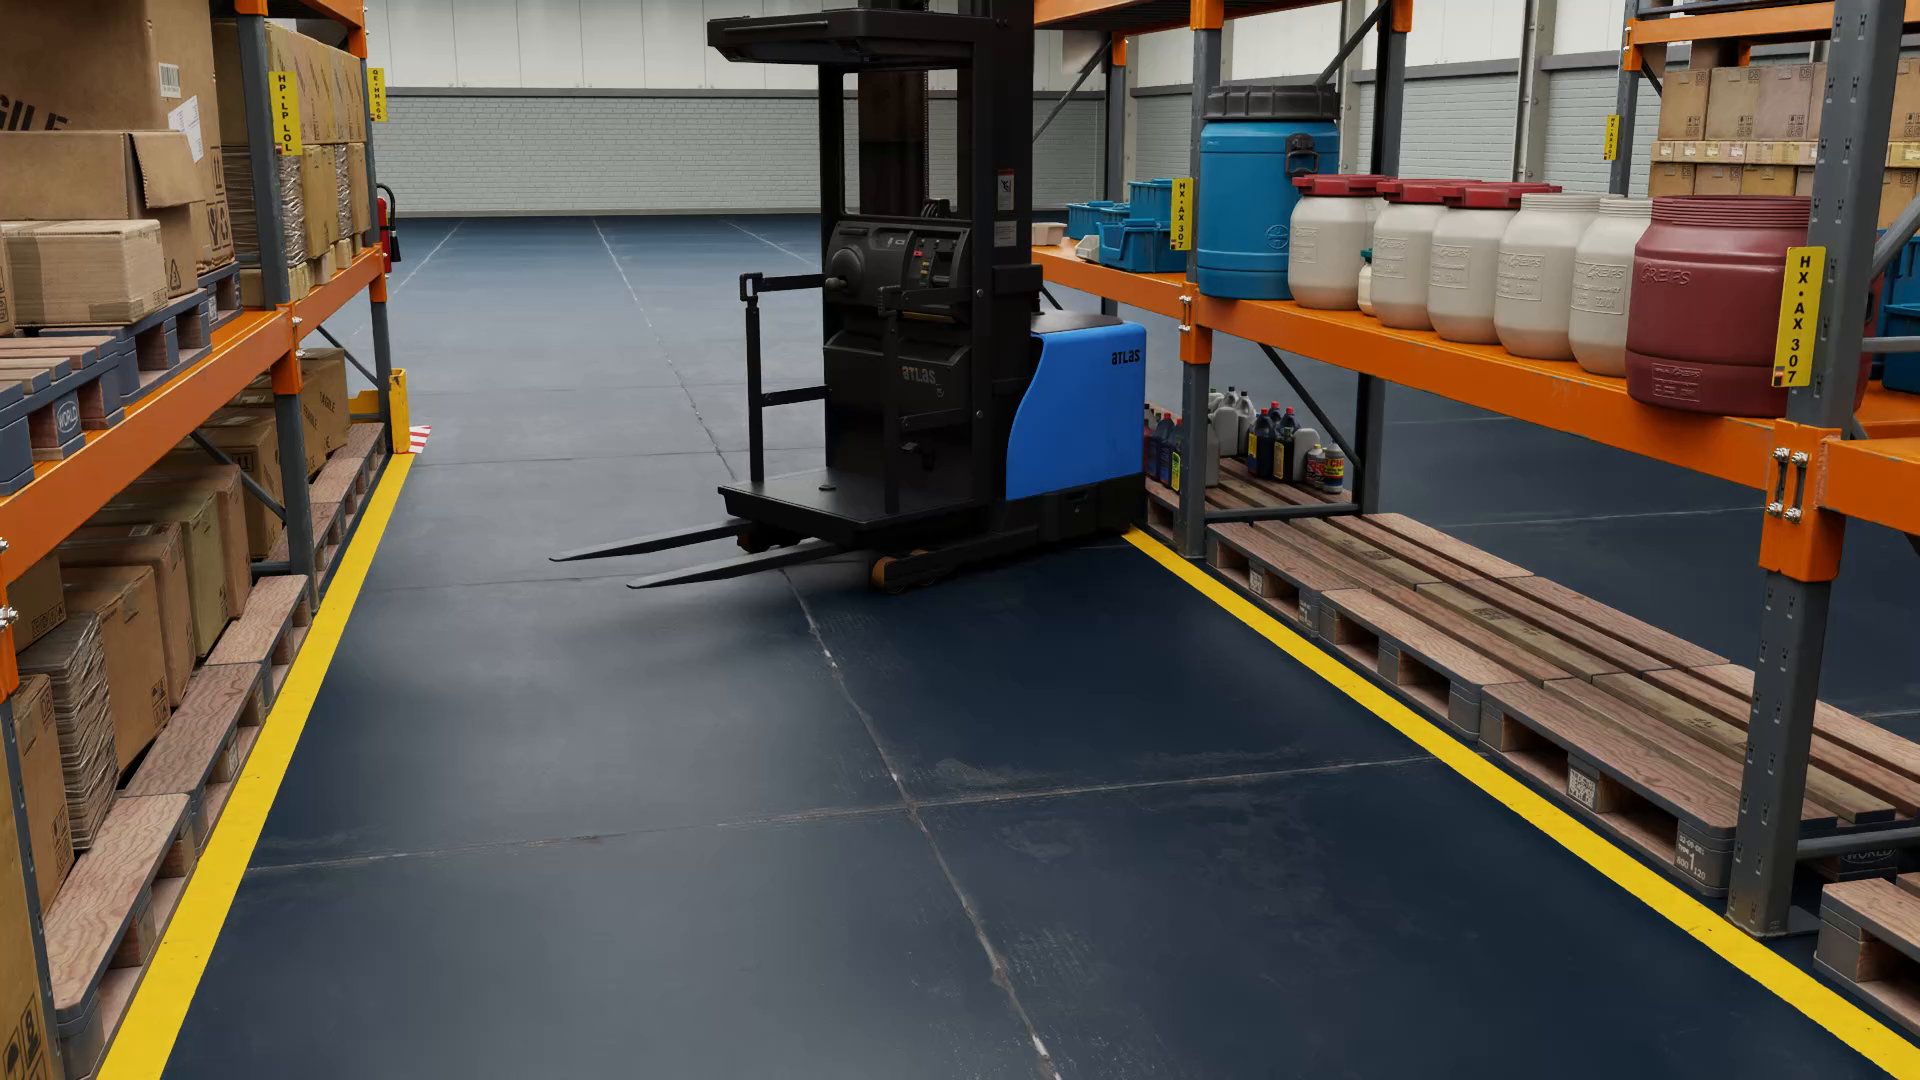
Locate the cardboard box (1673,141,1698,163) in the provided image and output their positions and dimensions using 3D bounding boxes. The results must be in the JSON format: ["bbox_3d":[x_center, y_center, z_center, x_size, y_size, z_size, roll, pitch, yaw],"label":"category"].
[{"bbox_3d":[5.385,-2.797,11.977,0.380,0.149,0.250,-4,14,-15],"label":"cardboard box"}]

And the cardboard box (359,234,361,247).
[{"bbox_3d":[-3.925,-1.869,10.285,0.380,0.149,0.250,-3,14,-13],"label":"cardboard box"}]

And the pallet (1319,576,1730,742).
[{"bbox_3d":[2.074,0.417,6.274,1.003,0.211,1.213,-3,14,-13],"label":"pallet"}]

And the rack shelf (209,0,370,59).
[{"bbox_3d":[-3.722,-2.691,8.318,1.077,0.370,4.000,-3,14,-13],"label":"rack shelf"}]

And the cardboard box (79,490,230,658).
[{"bbox_3d":[-3.036,0.132,5.905,0.700,0.500,0.500,-3,14,-14],"label":"cardboard box"}]

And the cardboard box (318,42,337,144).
[{"bbox_3d":[-3.475,-2.264,8.431,0.500,0.500,0.500,-3,14,-13],"label":"cardboard box"}]

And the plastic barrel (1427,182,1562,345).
[{"bbox_3d":[1.847,-0.962,5.759,0.433,0.535,0.433,0,14,0],"label":"plastic barrel"}]

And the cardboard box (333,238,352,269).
[{"bbox_3d":[-3.470,-1.529,8.893,0.380,0.149,0.250,-3,14,-13],"label":"cardboard box"}]

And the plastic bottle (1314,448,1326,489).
[{"bbox_3d":[1.889,-0.374,8.607,0.097,0.201,0.097,0,14,0],"label":"plastic bottle"}]

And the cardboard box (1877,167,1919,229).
[{"bbox_3d":[6.023,-2.061,10.334,0.700,0.500,0.500,-3,14,-12],"label":"cardboard box"}]

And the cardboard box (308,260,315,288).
[{"bbox_3d":[-3.210,-1.238,7.704,0.380,0.149,0.250,-3,14,-13],"label":"cardboard box"}]

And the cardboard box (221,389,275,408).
[{"bbox_3d":[-3.672,-0.477,8.441,0.500,0.500,0.500,-5,14,-18],"label":"cardboard box"}]

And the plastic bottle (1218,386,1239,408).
[{"bbox_3d":[1.588,-0.719,9.705,0.144,0.351,0.185,-3,14,-11],"label":"plastic bottle"}]

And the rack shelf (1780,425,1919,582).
[{"bbox_3d":[2.971,0.335,2.250,1.077,0.370,4.000,-3,14,-13],"label":"rack shelf"}]

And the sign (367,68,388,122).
[{"bbox_3d":[-3.648,-2.787,10.410,0.100,0.325,0.005,-3,14,-13],"label":"sign"}]

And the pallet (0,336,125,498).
[{"bbox_3d":[-2.584,-0.265,3.595,1.213,0.211,1.003,-3,14,-13],"label":"pallet"}]

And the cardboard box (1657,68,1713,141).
[{"bbox_3d":[5.548,-3.154,12.074,0.700,0.500,0.500,-3,14,-13],"label":"cardboard box"}]

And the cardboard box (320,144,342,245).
[{"bbox_3d":[-3.674,-1.767,8.503,0.875,0.500,0.500,-3,14,-13],"label":"cardboard box"}]

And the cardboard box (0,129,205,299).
[{"bbox_3d":[-2.756,-0.982,5.022,0.797,0.503,0.637,-2,14,-7],"label":"cardboard box"}]

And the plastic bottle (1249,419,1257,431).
[{"bbox_3d":[1.624,-0.523,9.068,0.097,0.271,0.097,0,14,0],"label":"plastic bottle"}]

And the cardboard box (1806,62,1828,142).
[{"bbox_3d":[5.913,-2.802,10.630,0.700,0.500,0.500,-3,14,-13],"label":"cardboard box"}]

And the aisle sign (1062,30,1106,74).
[{"bbox_3d":[0.894,-3.617,11.434,0.394,0.787,0.004,-3,14,-13],"label":"aisle sign"}]

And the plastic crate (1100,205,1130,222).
[{"bbox_3d":[1.178,-2.000,10.606,0.499,0.251,0.408,-3,14,-13],"label":"plastic crate"}]

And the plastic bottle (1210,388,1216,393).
[{"bbox_3d":[1.525,-0.790,10.137,0.061,0.283,0.133,-3,14,-12],"label":"plastic bottle"}]

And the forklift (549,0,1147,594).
[{"bbox_3d":[-0.453,-1.321,7.658,3.031,2.935,1.130,-13,19,-42],"label":"forklift"}]

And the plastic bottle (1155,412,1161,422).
[{"bbox_3d":[1.103,-0.555,9.177,0.061,0.283,0.133,-3,14,-13],"label":"plastic bottle"}]

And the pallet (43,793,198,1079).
[{"bbox_3d":[-2.495,0.975,3.992,1.003,0.211,1.213,-3,14,-13],"label":"pallet"}]

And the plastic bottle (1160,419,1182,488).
[{"bbox_3d":[1.130,-0.458,8.635,0.144,0.351,0.185,-4,14,-15],"label":"plastic bottle"}]

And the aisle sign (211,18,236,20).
[{"bbox_3d":[-4.498,-3.305,10.159,0.394,0.787,0.004,-3,14,-13],"label":"aisle sign"}]

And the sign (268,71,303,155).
[{"bbox_3d":[-2.714,-1.716,6.693,0.100,0.325,0.005,-3,14,-13],"label":"sign"}]

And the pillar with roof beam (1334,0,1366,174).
[{"bbox_3d":[2.845,-9.587,28.706,9.100,9.000,0.400,-3,14,-13],"label":"pillar with roof beam"}]

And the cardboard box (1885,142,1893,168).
[{"bbox_3d":[5.808,-2.381,10.275,0.380,0.149,0.250,-3,14,-12],"label":"cardboard box"}]

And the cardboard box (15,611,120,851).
[{"bbox_3d":[-2.633,0.520,4.317,0.700,0.500,0.500,-5,14,-18],"label":"cardboard box"}]

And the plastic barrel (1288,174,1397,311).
[{"bbox_3d":[1.573,-1.231,6.861,0.433,0.535,0.433,0,14,0],"label":"plastic barrel"}]

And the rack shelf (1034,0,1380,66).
[{"bbox_3d":[1.092,-2.967,9.448,1.077,0.370,4.000,-3,14,-13],"label":"rack shelf"}]

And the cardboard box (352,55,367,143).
[{"bbox_3d":[-3.823,-2.611,9.848,0.500,0.500,0.500,-3,14,-13],"label":"cardboard box"}]

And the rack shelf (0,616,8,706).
[{"bbox_3d":[-1.844,0.611,1.120,1.077,0.370,4.000,-3,14,-13],"label":"rack shelf"}]

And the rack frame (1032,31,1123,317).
[{"bbox_3d":[0.622,-2.321,11.607,1.000,3.000,0.127,-3,14,-13],"label":"rack frame"}]

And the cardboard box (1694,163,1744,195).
[{"bbox_3d":[5.663,-2.416,11.783,0.700,0.500,0.500,-3,14,-12],"label":"cardboard box"}]

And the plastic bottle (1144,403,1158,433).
[{"bbox_3d":[1.009,-0.576,9.121,0.144,0.351,0.185,-3,14,-14],"label":"plastic bottle"}]

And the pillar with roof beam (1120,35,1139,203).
[{"bbox_3d":[0.027,-12.355,40.037,9.100,9.000,0.400,-3,14,-13],"label":"pillar with roof beam"}]

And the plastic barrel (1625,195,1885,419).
[{"bbox_3d":[2.098,-0.632,4.406,0.600,0.536,0.708,-3,14,-13],"label":"plastic barrel"}]

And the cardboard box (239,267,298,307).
[{"bbox_3d":[-3.011,-1.067,7.002,0.380,0.149,0.250,-3,14,-13],"label":"cardboard box"}]

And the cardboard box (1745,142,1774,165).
[{"bbox_3d":[5.565,-2.619,11.251,0.380,0.149,0.250,-4,14,-15],"label":"cardboard box"}]

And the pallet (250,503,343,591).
[{"bbox_3d":[-3.445,0.079,7.657,1.003,0.211,1.213,-3,14,-13],"label":"pallet"}]

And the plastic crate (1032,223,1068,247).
[{"bbox_3d":[0.520,-1.969,10.720,0.298,0.136,0.250,-3,14,-13],"label":"plastic crate"}]

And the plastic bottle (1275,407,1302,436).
[{"bbox_3d":[1.775,-0.535,8.949,0.144,0.351,0.185,-3,14,-12],"label":"plastic bottle"}]

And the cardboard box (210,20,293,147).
[{"bbox_3d":[-3.111,-1.919,7.017,0.500,0.500,0.500,-3,14,-13],"label":"cardboard box"}]

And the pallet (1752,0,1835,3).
[{"bbox_3d":[5.869,-3.564,10.561,1.003,0.211,1.213,-3,14,-13],"label":"pallet"}]

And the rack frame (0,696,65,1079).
[{"bbox_3d":[-2.317,-0.199,2.922,0.949,2.616,0.053,-3,14,-13],"label":"rack frame"}]

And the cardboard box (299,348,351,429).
[{"bbox_3d":[-4.062,-0.890,10.131,0.500,0.500,0.500,-1,14,-3],"label":"cardboard box"}]

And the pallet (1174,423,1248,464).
[{"bbox_3d":[1.154,-0.483,9.959,1.003,0.211,1.213,-3,14,-13],"label":"pallet"}]
